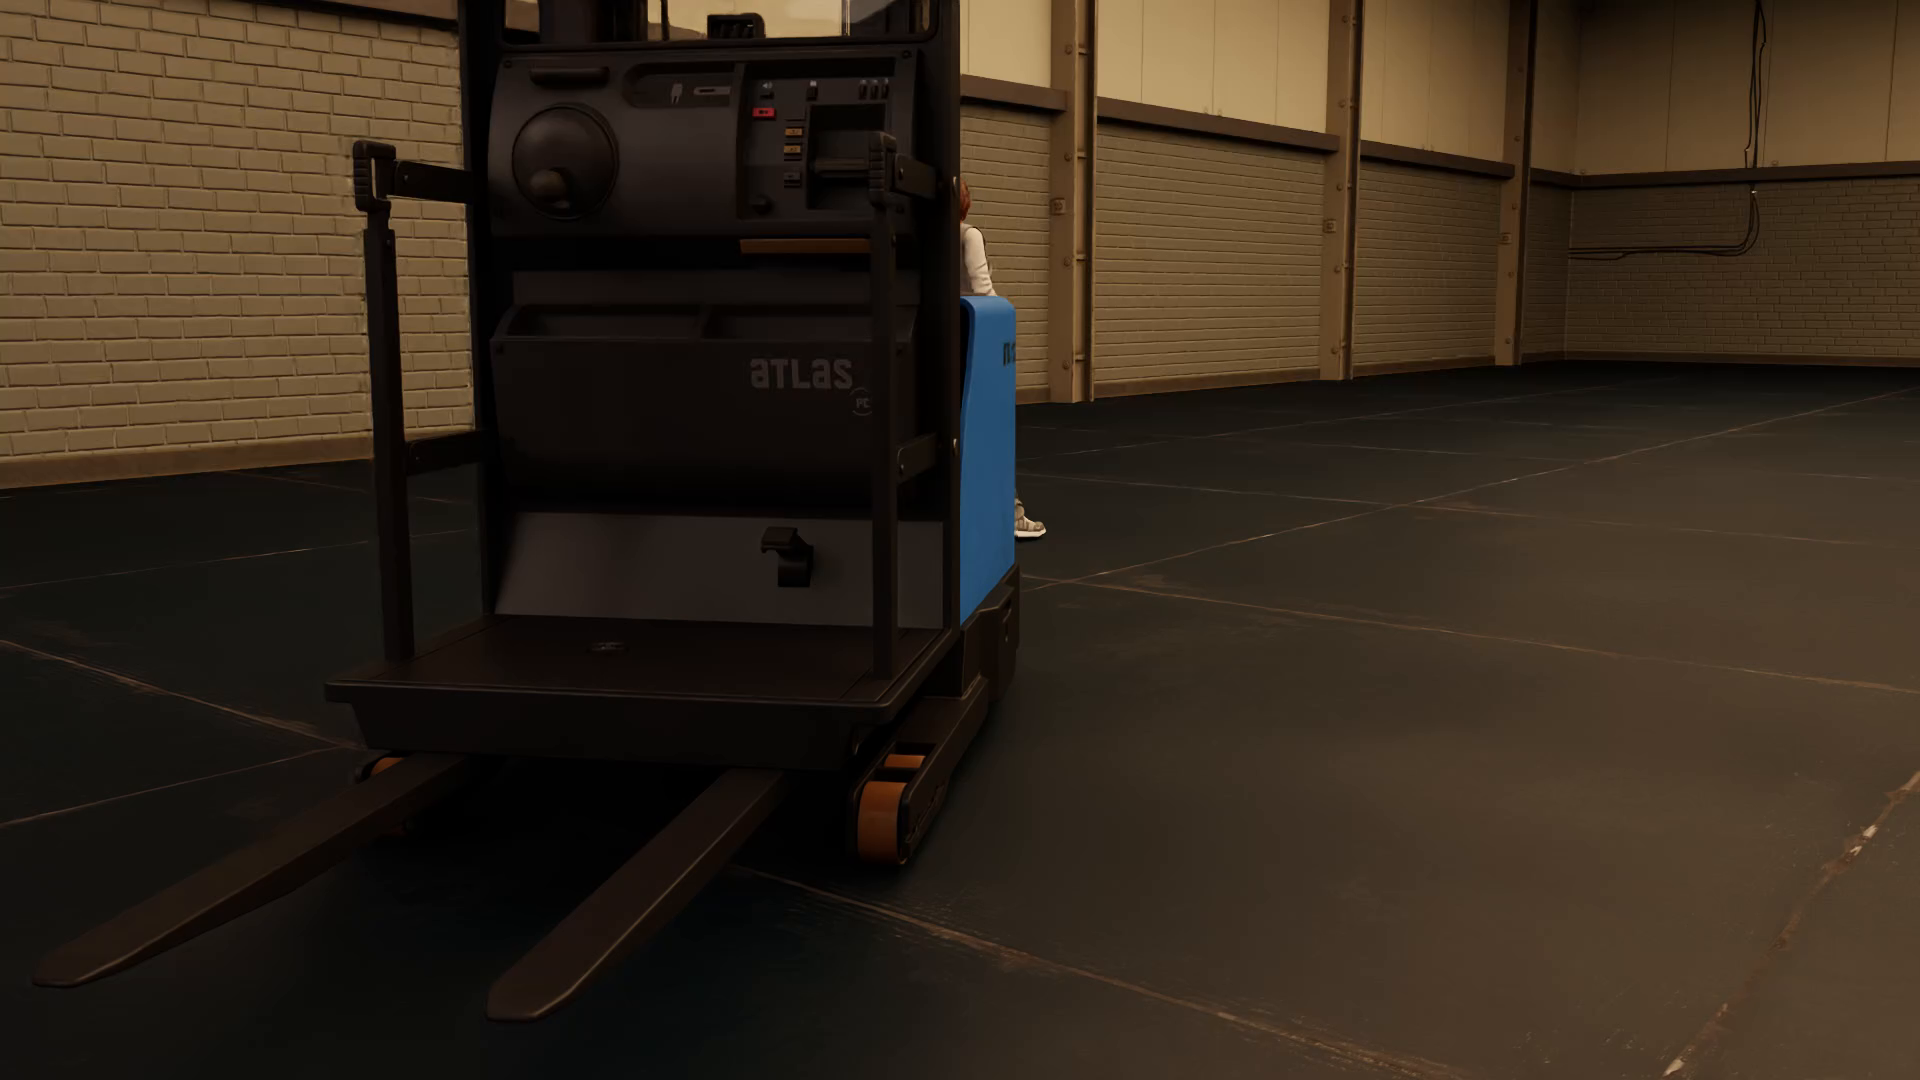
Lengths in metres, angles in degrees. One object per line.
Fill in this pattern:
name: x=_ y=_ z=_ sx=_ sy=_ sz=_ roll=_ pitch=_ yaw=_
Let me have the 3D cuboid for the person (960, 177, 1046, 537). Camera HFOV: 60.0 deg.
person: x=0.058 y=-0.805 z=7.337 sx=0.520 sy=1.599 sz=0.473 roll=7 pitch=11 yaw=38

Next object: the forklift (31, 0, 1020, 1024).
forklift: x=-0.584 y=-0.884 z=3.326 sx=1.130 sy=2.935 sz=3.031 roll=1 pitch=8 yaw=10
